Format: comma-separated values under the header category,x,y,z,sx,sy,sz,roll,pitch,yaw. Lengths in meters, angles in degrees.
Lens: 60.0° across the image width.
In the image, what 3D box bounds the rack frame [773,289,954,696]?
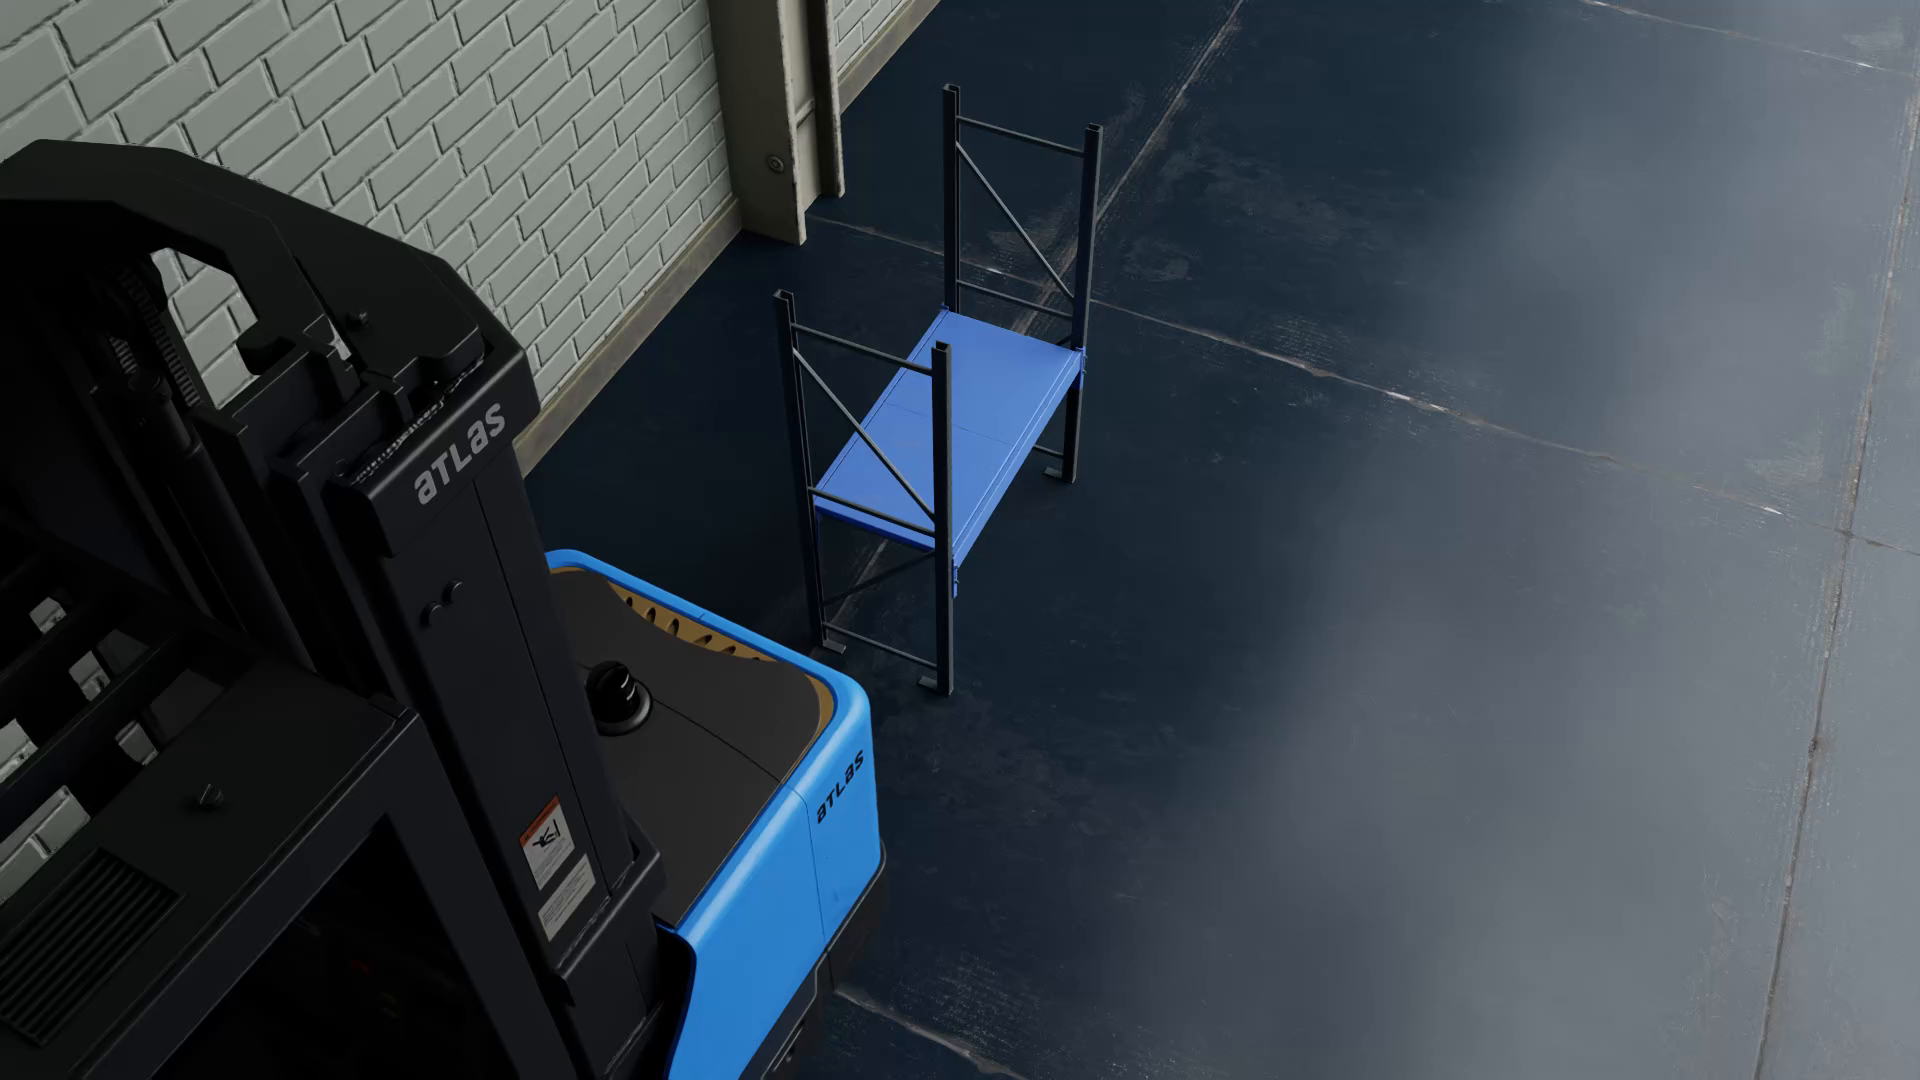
category,x,y,z,sx,sy,sz,roll,pitch,yaw
rack frame,-0.254,-0.077,4.831,0.500,1.500,0.032,20,52,16

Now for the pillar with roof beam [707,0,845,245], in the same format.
category,x,y,z,sx,sy,sz,roll,pitch,yaw
pillar with roof beam,3.188,-2.900,2.309,9.100,9.000,0.400,20,52,16

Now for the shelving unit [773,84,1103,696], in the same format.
category,x,y,z,sx,sy,sz,roll,pitch,yaw
shelving unit,-0.036,-0.427,5.129,0.538,1.500,1.048,20,52,16

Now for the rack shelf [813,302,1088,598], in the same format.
category,x,y,z,sx,sy,sz,roll,pitch,yaw
rack shelf,-0.036,-0.311,5.266,0.538,0.185,1.000,20,52,16

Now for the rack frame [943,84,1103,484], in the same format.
category,x,y,z,sx,sy,sz,roll,pitch,yaw
rack frame,0.181,-0.777,5.427,0.500,1.500,0.032,20,52,16

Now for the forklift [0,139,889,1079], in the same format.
category,x,y,z,sx,sy,sz,roll,pitch,yaw
forklift,-1.363,0.906,3.055,1.130,2.935,3.031,23,53,18
